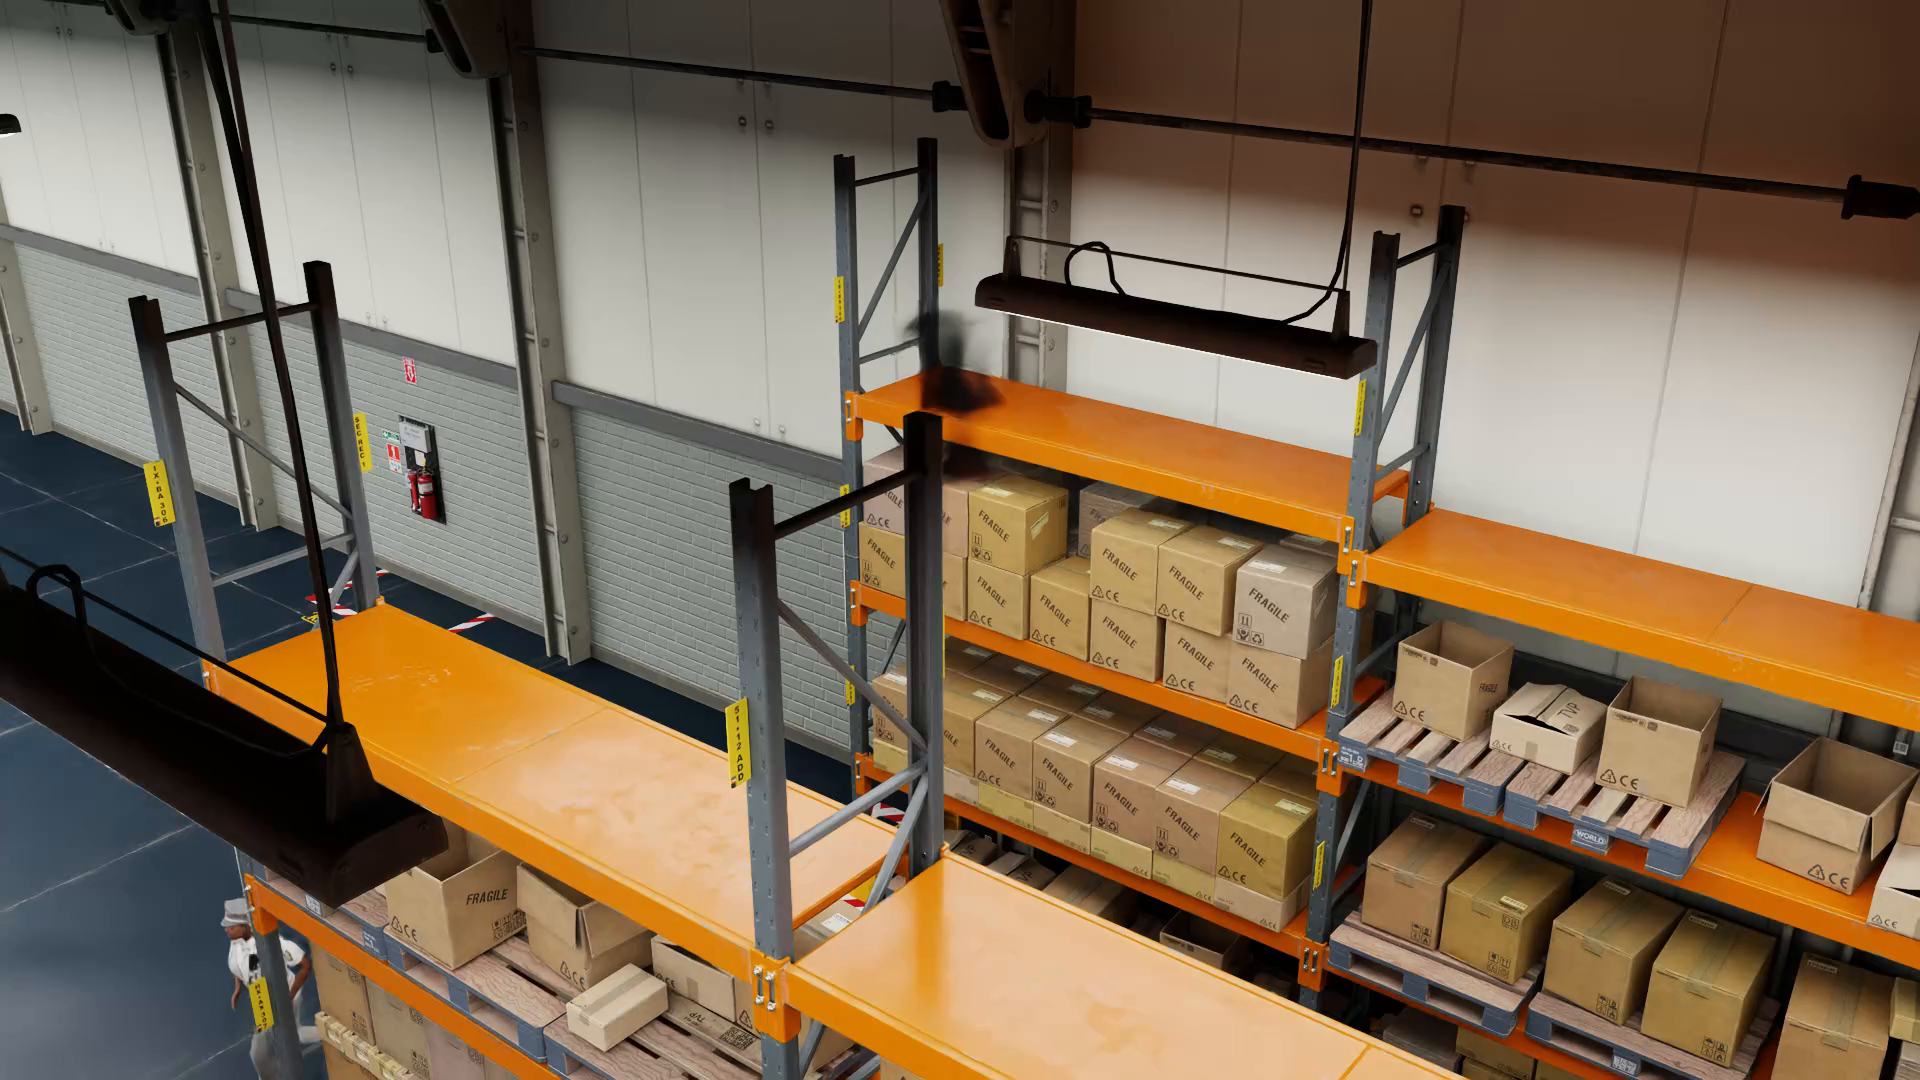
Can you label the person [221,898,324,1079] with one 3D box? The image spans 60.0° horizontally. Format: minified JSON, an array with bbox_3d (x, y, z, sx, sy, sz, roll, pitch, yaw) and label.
[{"bbox_3d":[-4.537,3.048,11.217,0.801,1.655,0.549,-20,30,-39],"label":"person"}]
